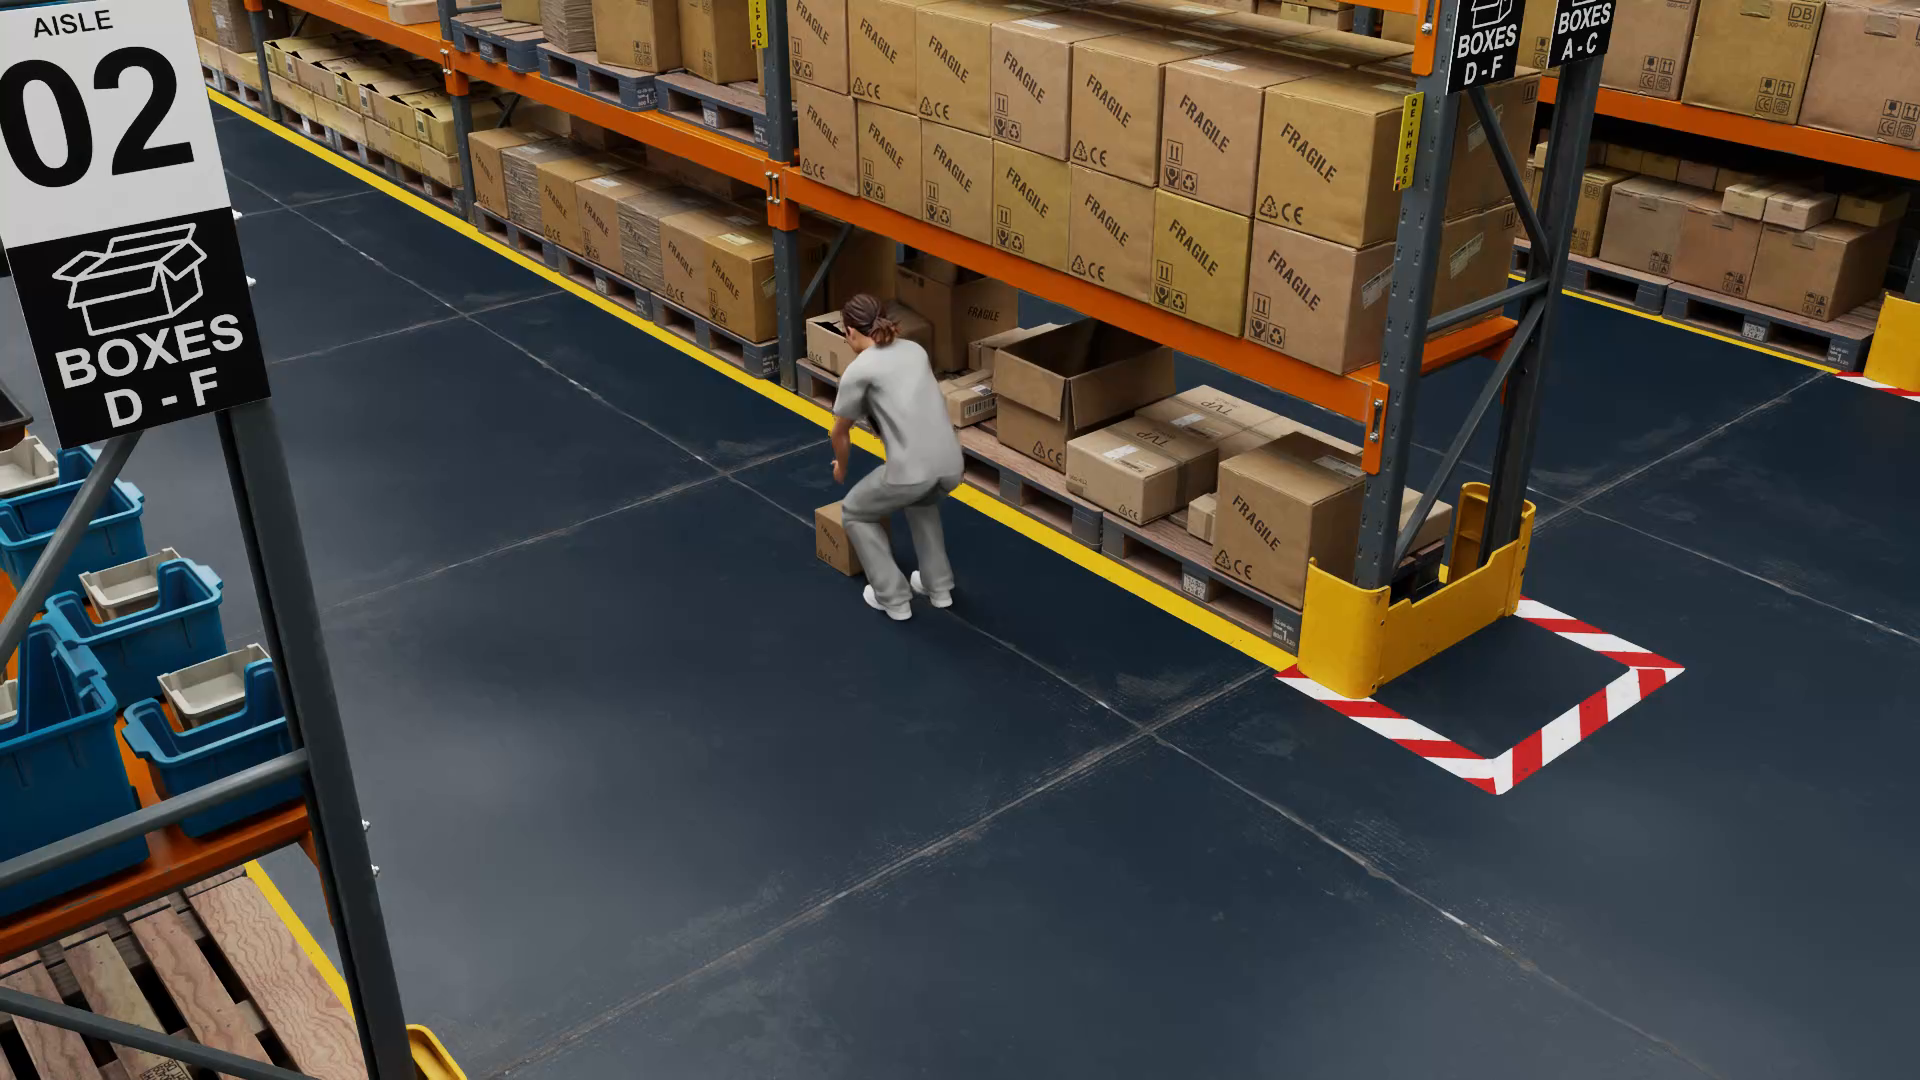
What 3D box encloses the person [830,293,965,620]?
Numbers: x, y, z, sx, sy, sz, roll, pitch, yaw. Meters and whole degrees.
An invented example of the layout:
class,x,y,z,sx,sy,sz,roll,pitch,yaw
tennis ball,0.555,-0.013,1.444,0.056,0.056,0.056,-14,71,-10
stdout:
class,x,y,z,sx,sy,sz,roll,pitch,yaw
person,-0.284,-0.336,7.086,0.491,1.362,0.652,-17,33,-28
